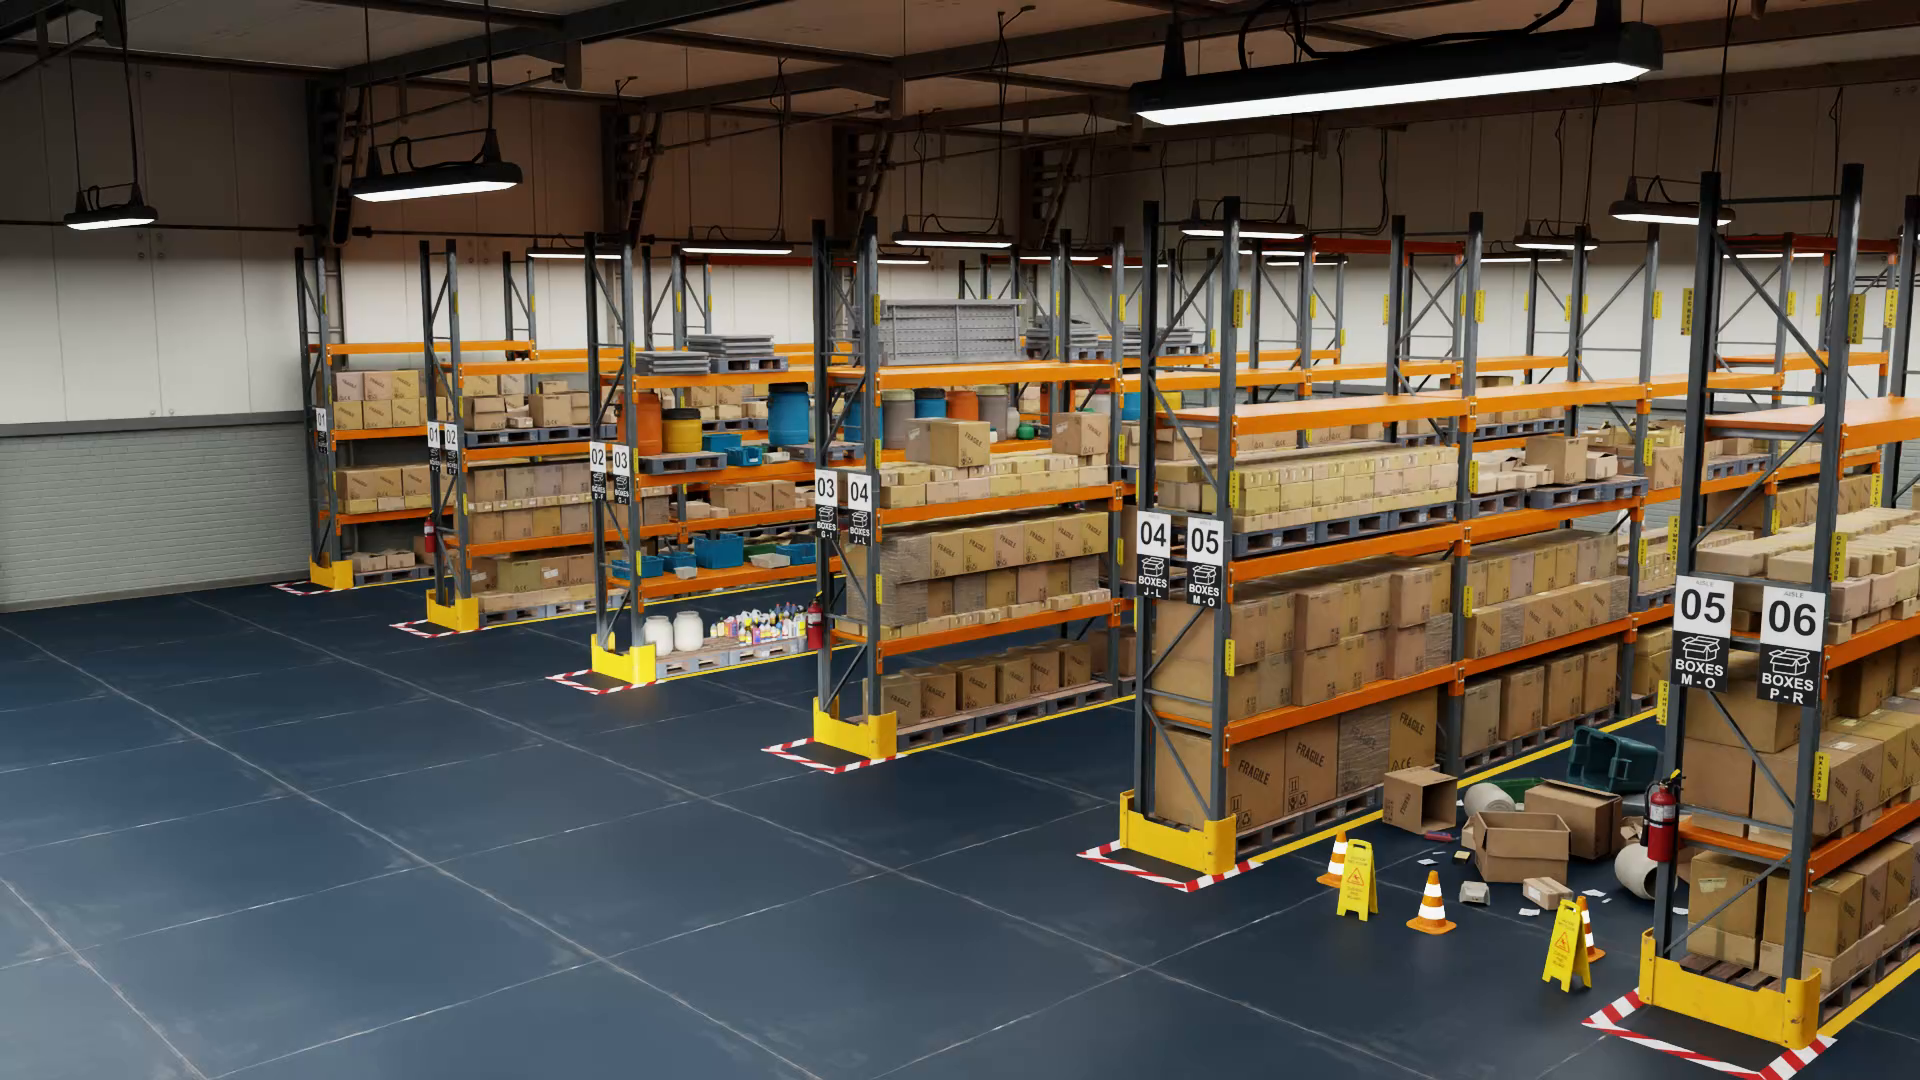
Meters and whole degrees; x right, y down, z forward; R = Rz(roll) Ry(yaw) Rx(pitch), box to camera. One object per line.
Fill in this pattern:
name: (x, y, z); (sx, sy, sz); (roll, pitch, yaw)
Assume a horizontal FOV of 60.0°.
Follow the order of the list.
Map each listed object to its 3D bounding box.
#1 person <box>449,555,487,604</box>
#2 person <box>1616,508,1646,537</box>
person: (-8.318, 0.198, 28.275); (0.566, 1.731, 0.781); (4, 9, 25)
person: (11.929, 0.020, 29.594); (0.459, 1.598, 1.066); (2, 9, 13)
